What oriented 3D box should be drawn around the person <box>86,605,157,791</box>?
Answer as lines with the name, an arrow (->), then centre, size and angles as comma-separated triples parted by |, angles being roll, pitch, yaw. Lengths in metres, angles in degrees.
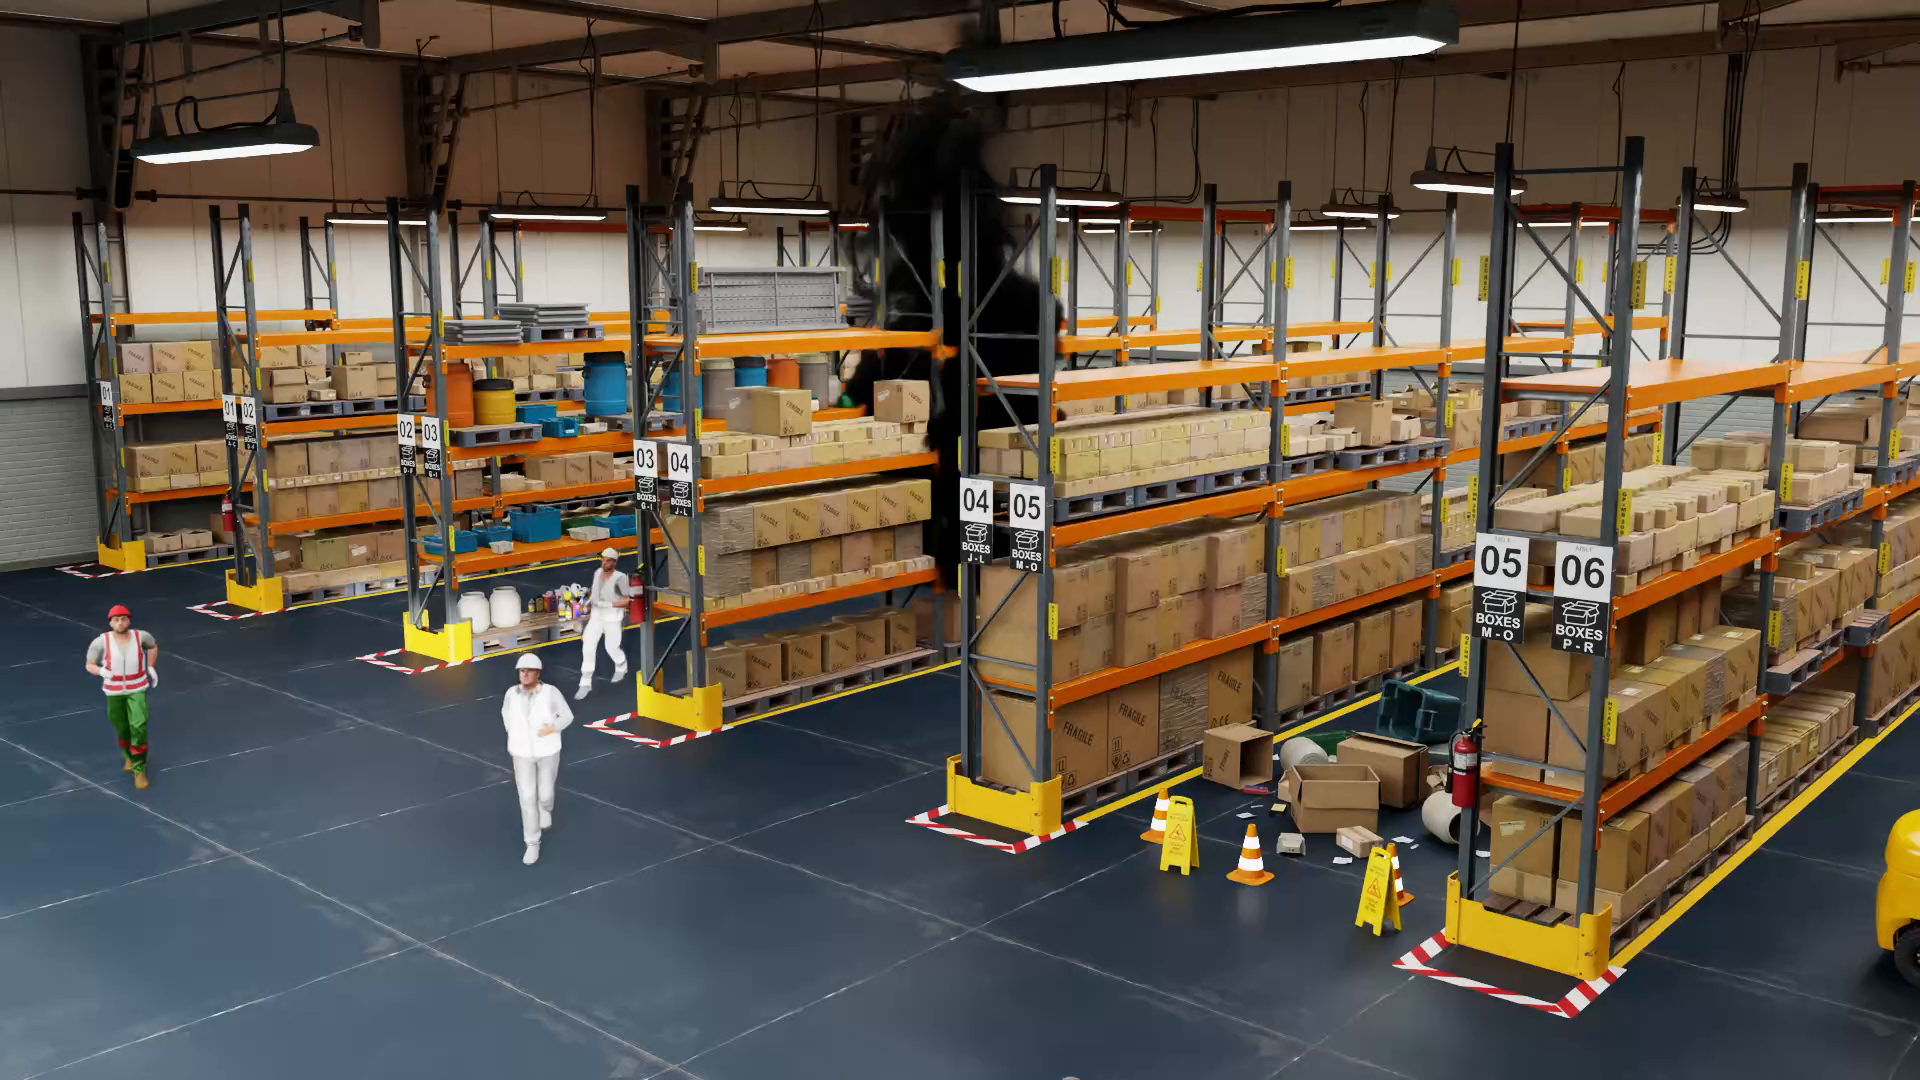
person -> -8.350, 1.541, 16.615 | 0.631, 1.830, 0.813 | -4, 10, -23

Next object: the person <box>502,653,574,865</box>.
person -> -3.737, 1.871, 14.720 | 0.648, 1.787, 0.890 | -1, 10, -6

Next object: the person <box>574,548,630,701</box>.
person -> -4.238, 0.972, 20.059 | 0.702, 1.792, 0.976 | 3, 10, 19
